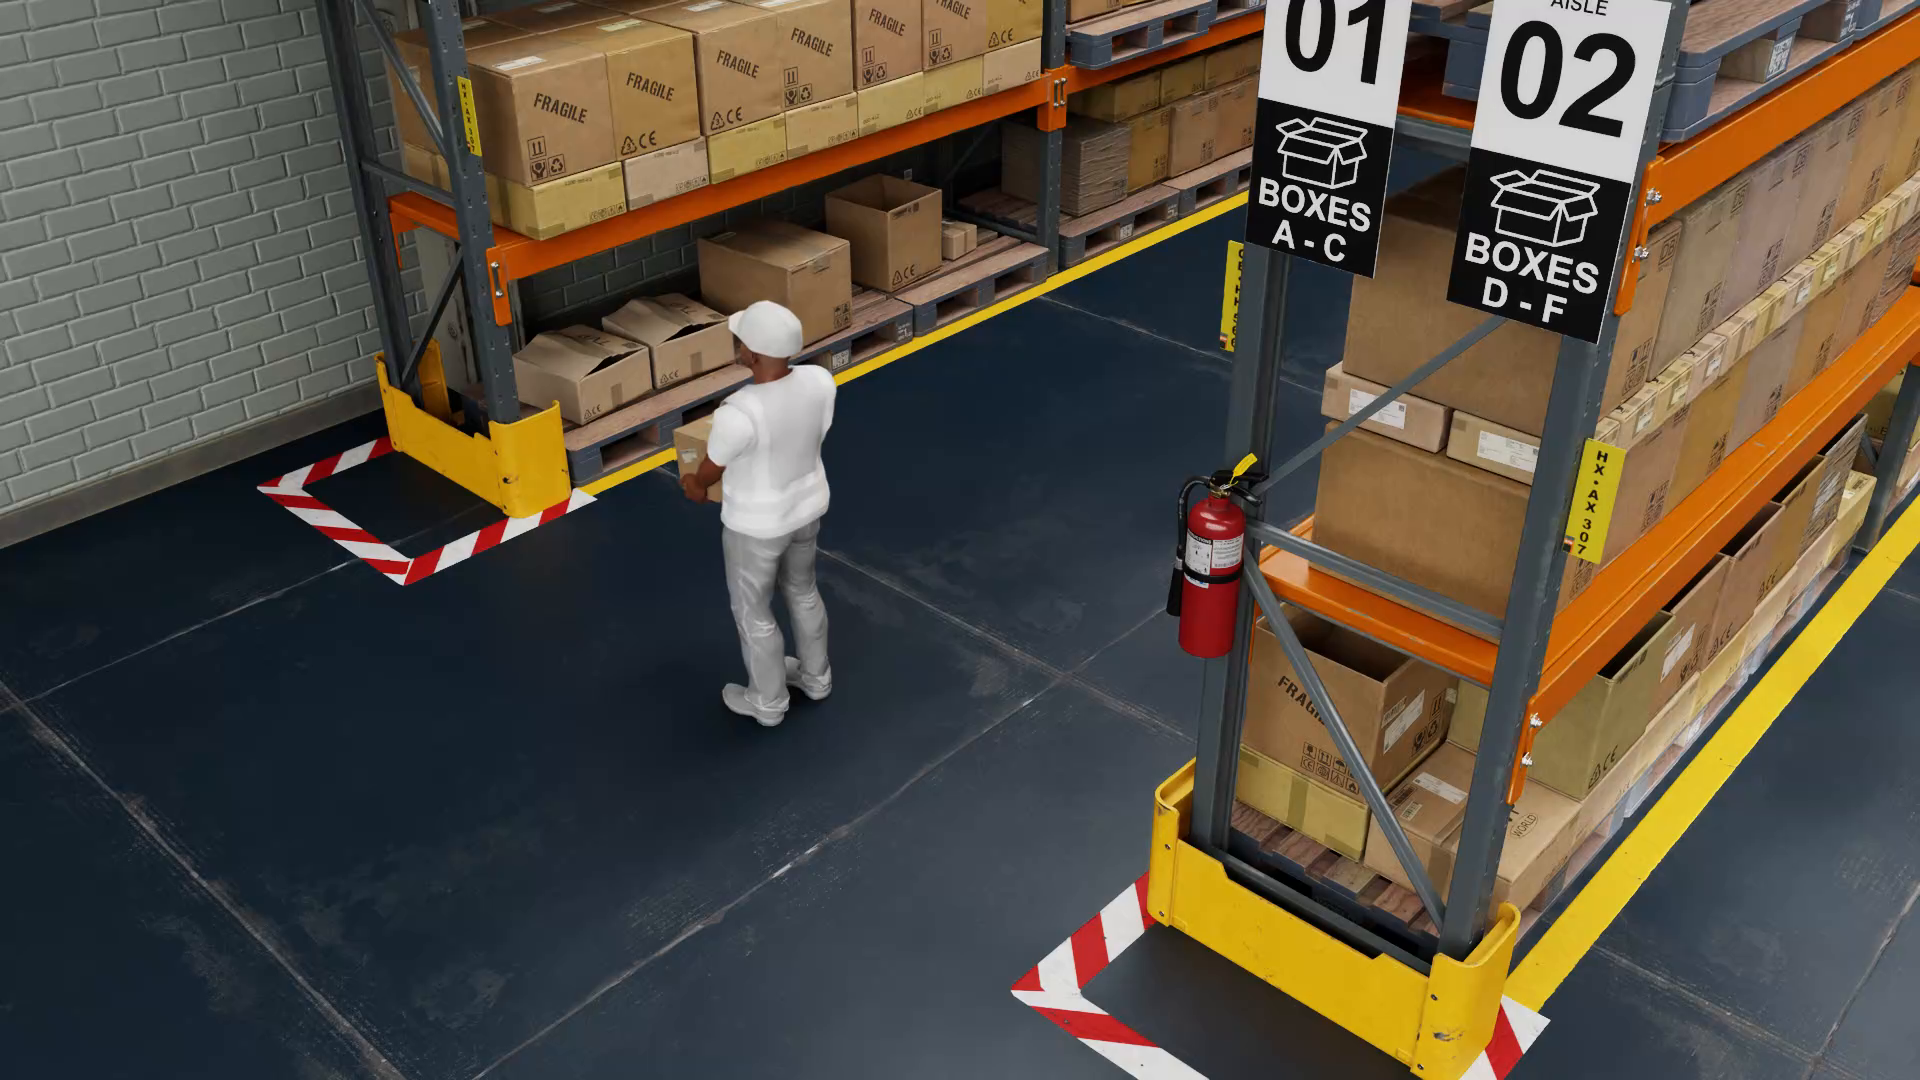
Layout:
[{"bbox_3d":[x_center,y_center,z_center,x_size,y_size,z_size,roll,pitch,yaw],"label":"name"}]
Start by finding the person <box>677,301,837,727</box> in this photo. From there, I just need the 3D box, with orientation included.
[{"bbox_3d":[-0.776,-0.126,6.322,0.576,1.765,0.507,25,39,35],"label":"person"}]
